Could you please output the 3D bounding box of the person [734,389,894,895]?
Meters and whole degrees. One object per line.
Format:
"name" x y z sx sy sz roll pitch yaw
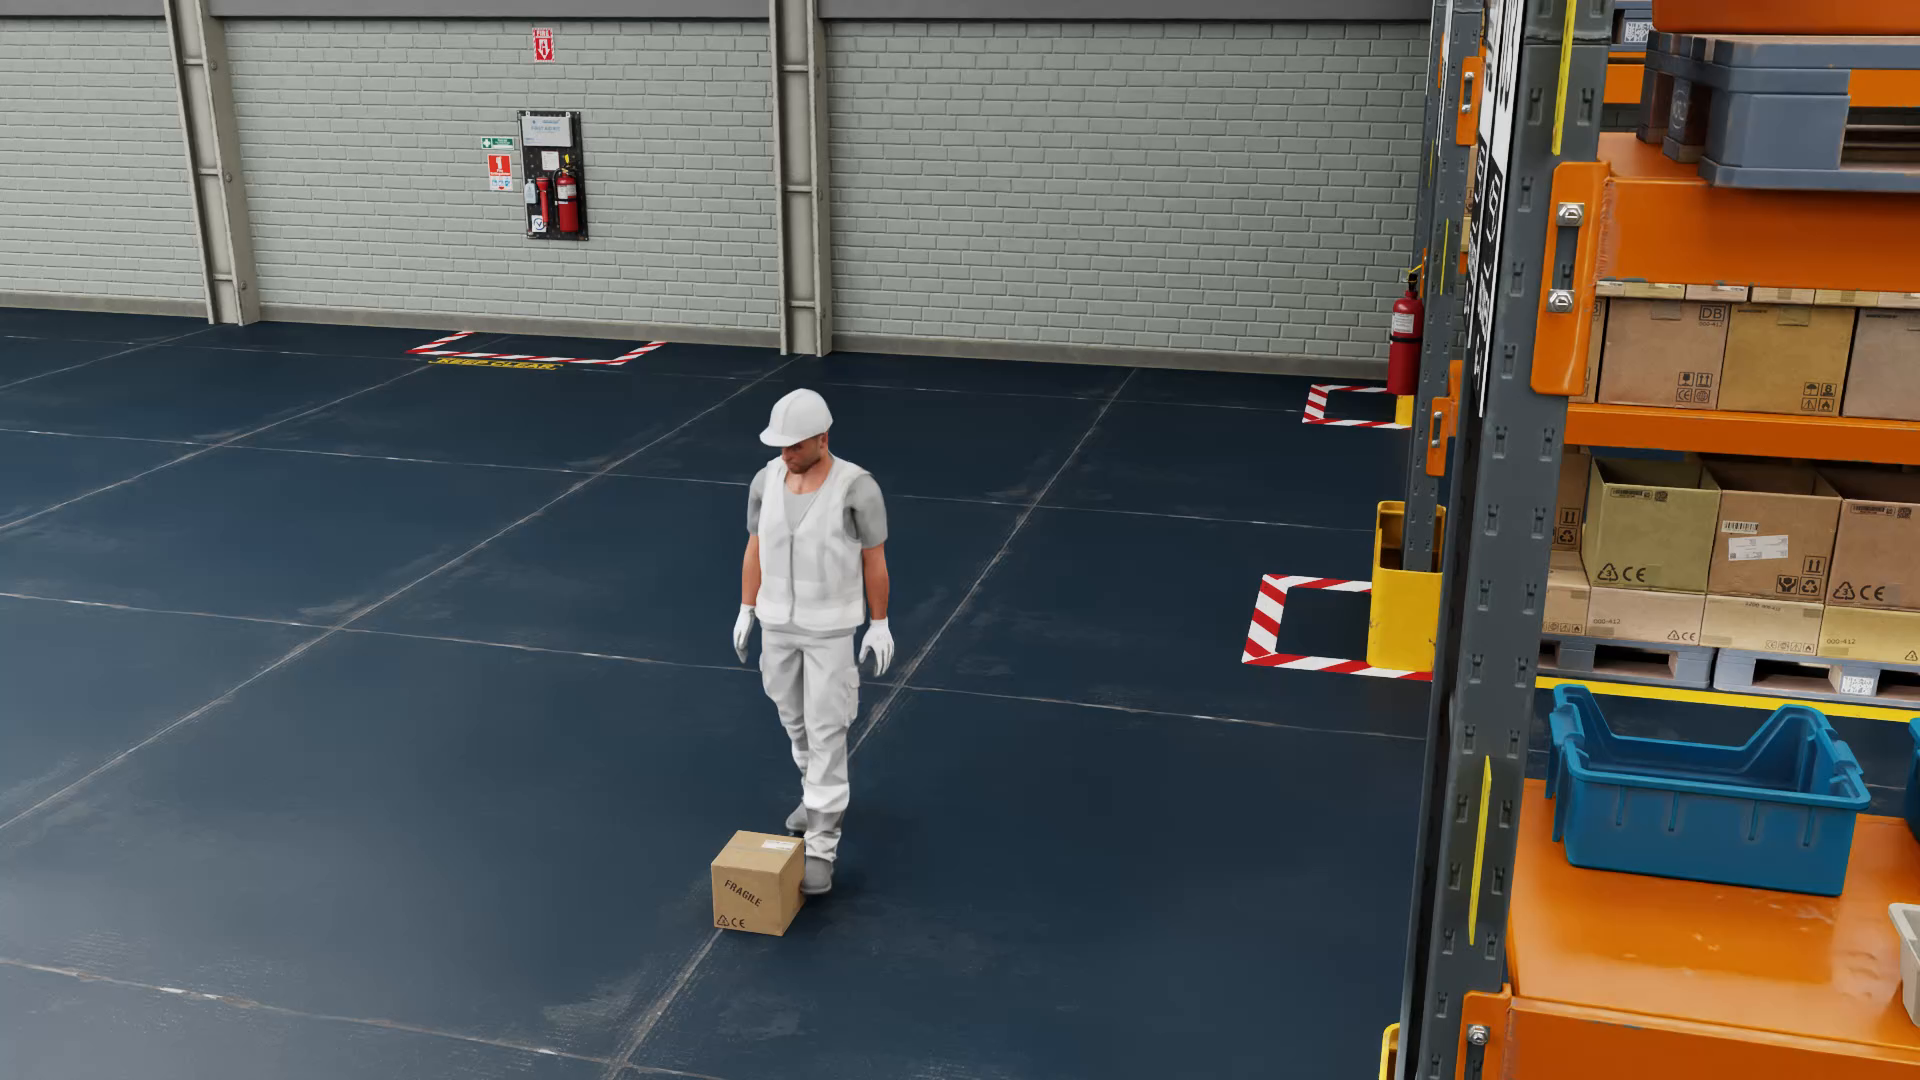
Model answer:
"person" -0.573 0.337 5.969 0.607 1.773 0.748 7 19 20
